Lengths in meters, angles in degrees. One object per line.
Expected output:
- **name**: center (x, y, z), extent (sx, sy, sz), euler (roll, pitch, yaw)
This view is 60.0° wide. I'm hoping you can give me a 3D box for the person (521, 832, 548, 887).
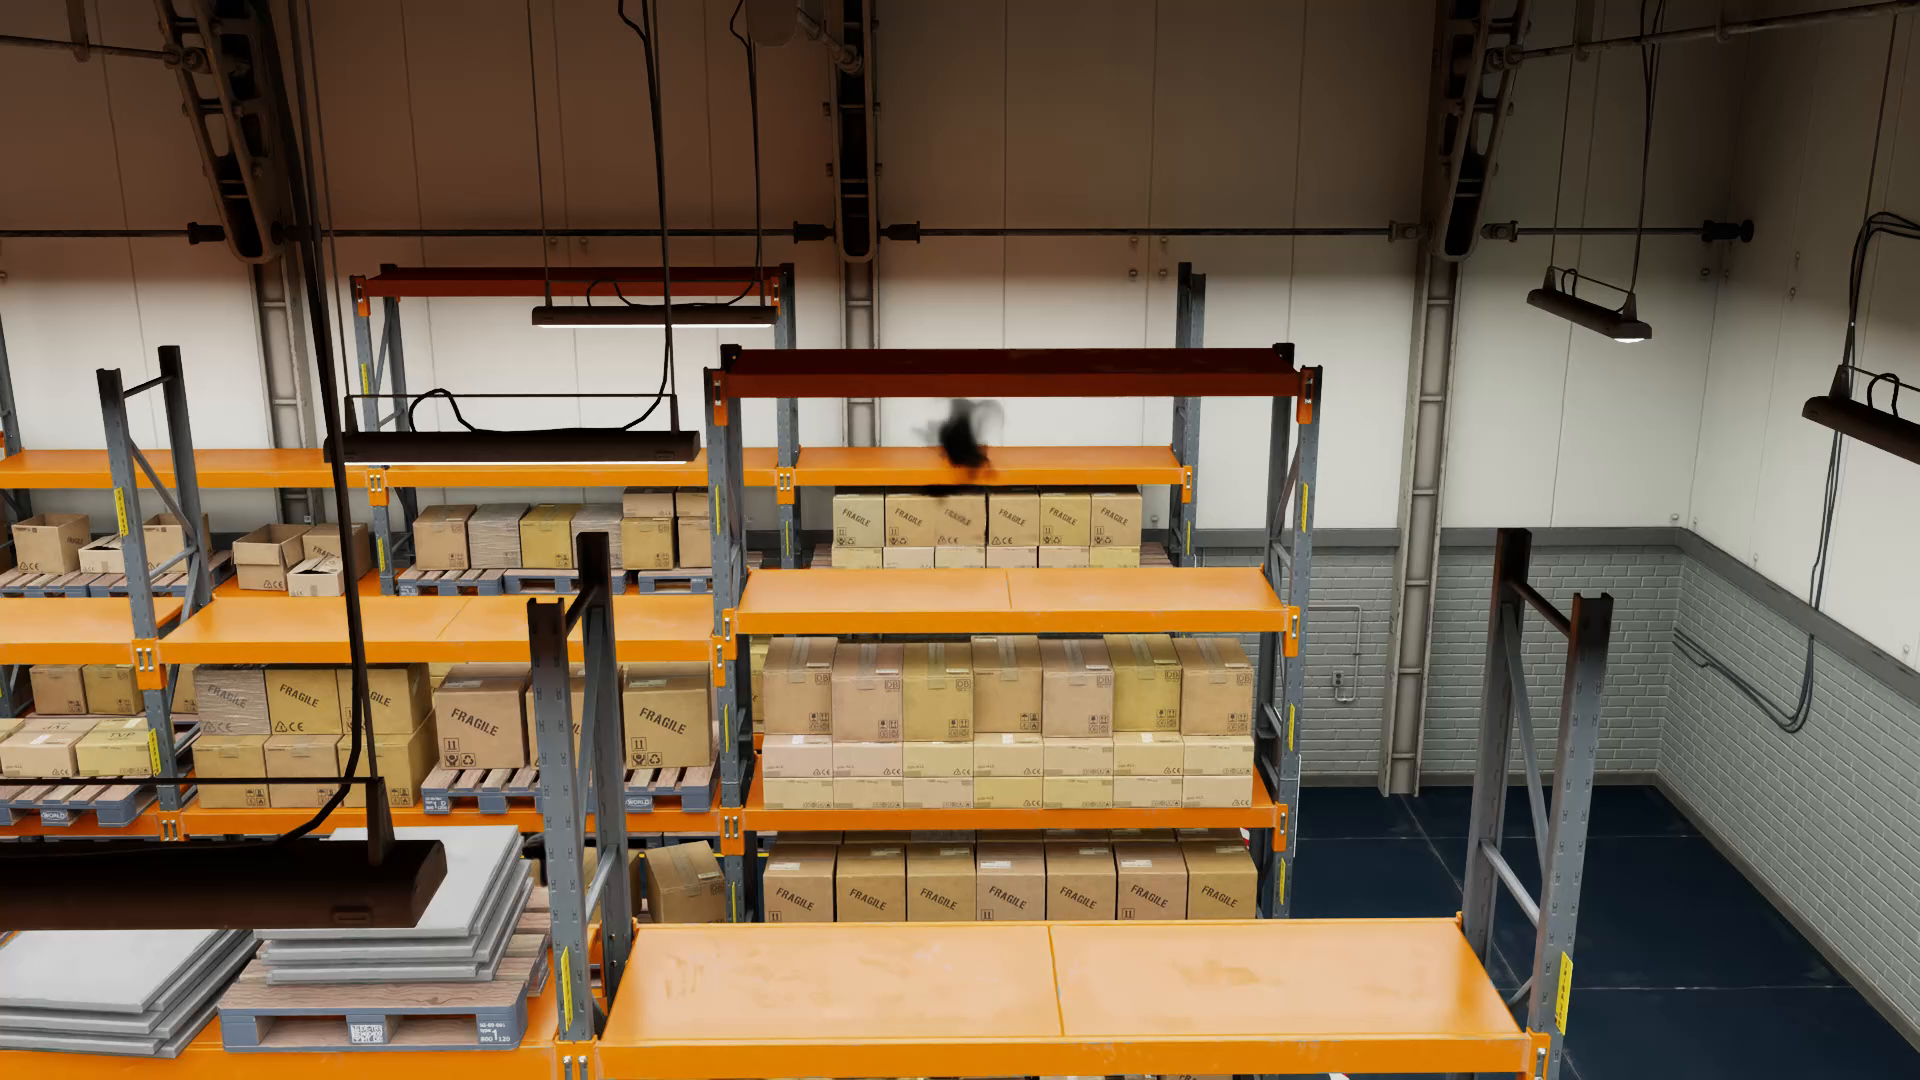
- **person**: center (-3.808, 2.927, 15.357), extent (0.751, 1.636, 0.670), euler (-2, 16, -7)
